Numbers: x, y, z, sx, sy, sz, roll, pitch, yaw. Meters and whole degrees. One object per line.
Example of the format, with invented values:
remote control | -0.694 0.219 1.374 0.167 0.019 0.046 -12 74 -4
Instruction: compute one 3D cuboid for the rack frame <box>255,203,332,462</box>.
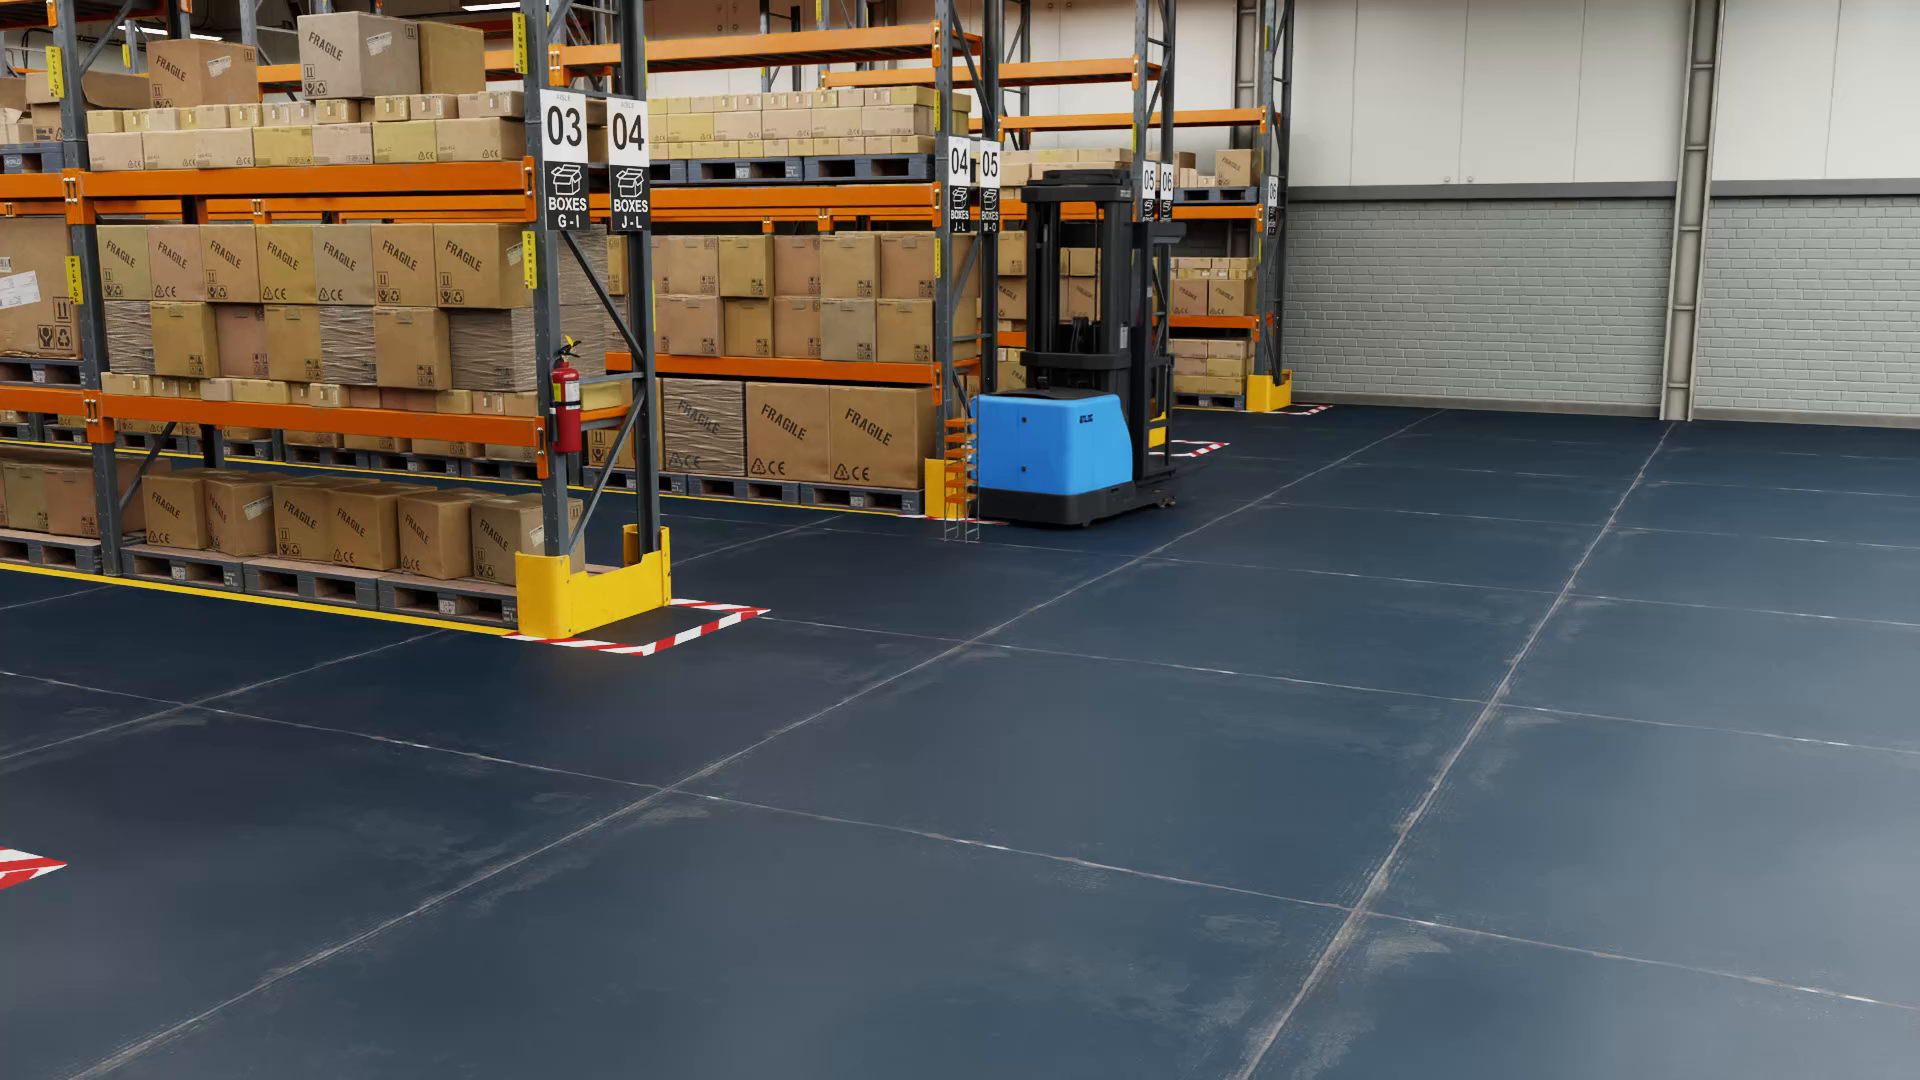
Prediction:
rack frame | -7.109 -2.393 18.029 0.127 3.000 1.000 5 11 26

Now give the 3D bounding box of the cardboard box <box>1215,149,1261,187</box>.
cardboard box | 3.853 -5.131 22.995 0.500 0.500 0.500 5 12 28

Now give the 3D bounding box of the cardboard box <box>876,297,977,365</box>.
cardboard box | -0.287 -1.858 14.654 0.550 0.550 0.875 5 11 26

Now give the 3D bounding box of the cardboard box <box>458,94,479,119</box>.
cardboard box | -2.788 -2.588 9.986 0.250 0.149 0.380 5 11 24

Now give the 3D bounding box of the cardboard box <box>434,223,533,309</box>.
cardboard box | -2.822 -1.670 10.110 0.500 0.500 0.500 5 11 26

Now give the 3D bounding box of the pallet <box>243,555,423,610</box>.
pallet | -4.091 0.222 11.411 1.213 0.211 1.003 5 11 26

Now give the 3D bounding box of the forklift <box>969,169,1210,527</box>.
forklift | 1.304 -1.764 14.747 1.130 2.935 3.031 7 12 33

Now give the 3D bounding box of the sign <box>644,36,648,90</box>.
sign | -1.980 -2.971 10.347 0.005 0.325 0.100 5 11 26

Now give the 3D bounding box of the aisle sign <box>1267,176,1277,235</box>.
aisle sign | 4.287 -4.581 22.820 0.004 0.787 0.394 5 11 26

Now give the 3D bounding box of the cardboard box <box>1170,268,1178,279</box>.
cardboard box | 2.998 -3.785 23.621 0.250 0.149 0.380 5 11 24

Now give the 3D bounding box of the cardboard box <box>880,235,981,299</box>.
cardboard box | -0.250 -2.403 14.632 0.550 0.550 0.875 5 11 26

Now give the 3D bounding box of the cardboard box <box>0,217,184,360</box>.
cardboard box | -6.457 -1.880 12.333 1.000 1.000 1.000 5 11 26

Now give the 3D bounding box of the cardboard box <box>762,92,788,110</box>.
cardboard box | -1.527 -3.836 14.585 0.250 0.149 0.380 5 11 25

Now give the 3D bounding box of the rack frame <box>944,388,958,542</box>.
rack frame | -0.069 -0.596 13.157 0.006 1.200 0.240 5 11 26

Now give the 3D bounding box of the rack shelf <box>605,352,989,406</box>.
rack shelf | -1.728 -1.566 15.480 4.000 0.370 1.077 5 11 26

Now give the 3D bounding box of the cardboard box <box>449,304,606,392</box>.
cardboard box | -2.701 -1.222 10.441 0.500 0.500 0.875 5 11 26

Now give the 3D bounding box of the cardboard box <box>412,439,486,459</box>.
cardboard box | -4.981 -1.288 17.064 0.750 0.750 1.050 5 11 26

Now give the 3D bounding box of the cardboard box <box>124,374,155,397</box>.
cardboard box | -5.529 -1.083 11.497 0.250 0.149 0.380 5 11 26

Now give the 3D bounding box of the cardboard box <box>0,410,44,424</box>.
cardboard box | -11.198 -1.488 19.857 0.250 0.149 0.380 5 11 27

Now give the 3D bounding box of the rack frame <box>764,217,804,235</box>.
rack frame | -2.816 -3.984 26.823 0.127 3.000 1.000 5 11 26

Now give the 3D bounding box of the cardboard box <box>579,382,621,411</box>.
cardboard box | -2.370 -0.915 10.569 0.250 0.149 0.380 5 11 26

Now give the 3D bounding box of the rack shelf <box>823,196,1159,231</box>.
rack shelf | 0.372 -3.841 19.625 4.000 0.370 1.077 5 11 26

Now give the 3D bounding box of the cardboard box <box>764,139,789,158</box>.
cardboard box | -1.522 -3.443 14.654 0.250 0.149 0.380 5 11 26

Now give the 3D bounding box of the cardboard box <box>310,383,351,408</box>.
cardboard box | -3.958 -0.946 10.737 0.250 0.149 0.380 5 11 26

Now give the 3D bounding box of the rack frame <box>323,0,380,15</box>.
rack frame | -8.596 -6.459 23.648 0.127 3.000 1.000 5 11 26

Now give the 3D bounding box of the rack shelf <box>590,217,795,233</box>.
rack shelf | -4.610 -5.264 27.490 4.000 0.370 1.077 5 11 26

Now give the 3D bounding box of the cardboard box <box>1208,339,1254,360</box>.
cardboard box | 3.807 -2.686 23.383 0.500 0.250 0.500 5 12 28

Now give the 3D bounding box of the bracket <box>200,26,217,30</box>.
bracket | -14.664 -9.857 32.320 0.430 0.232 0.235 5 11 26

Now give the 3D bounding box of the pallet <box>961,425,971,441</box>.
pallet | 0.294 -1.361 20.156 1.213 0.211 1.003 5 11 26

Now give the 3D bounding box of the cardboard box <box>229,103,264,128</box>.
cardboard box | -4.466 -2.720 10.717 0.250 0.149 0.380 5 11 25

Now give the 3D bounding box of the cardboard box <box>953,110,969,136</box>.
cardboard box | -0.254 -3.646 14.656 0.500 0.250 0.500 5 11 26

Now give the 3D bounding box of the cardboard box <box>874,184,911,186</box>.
cardboard box | -0.682 -4.307 19.769 0.500 0.250 0.500 5 11 25

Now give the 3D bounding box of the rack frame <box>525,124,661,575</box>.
rack frame | -2.220 -0.978 10.213 0.127 3.000 1.000 5 11 26

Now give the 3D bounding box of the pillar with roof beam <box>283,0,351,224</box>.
pillar with roof beam | -13.914 -7.236 27.942 0.548 9.000 9.100 5 11 26

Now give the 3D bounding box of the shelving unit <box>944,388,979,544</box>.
shelving unit | 0.013 -0.589 13.117 0.189 1.200 0.258 5 11 26

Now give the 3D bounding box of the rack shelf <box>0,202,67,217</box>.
rack shelf | -12.489 -3.988 20.438 4.000 0.370 1.077 5 11 26

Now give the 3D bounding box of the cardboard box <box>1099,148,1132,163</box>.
cardboard box | 1.731 -4.285 18.529 0.250 0.149 0.380 5 11 26

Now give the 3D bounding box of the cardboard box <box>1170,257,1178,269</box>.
cardboard box | 2.989 -3.928 23.576 0.250 0.149 0.380 5 12 27

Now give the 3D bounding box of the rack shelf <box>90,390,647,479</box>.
rack shelf | -4.013 -0.782 11.147 4.000 0.370 1.077 5 11 26

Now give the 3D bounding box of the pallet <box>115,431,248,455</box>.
pallet | -8.899 -1.179 19.151 1.213 0.211 1.003 5 11 26

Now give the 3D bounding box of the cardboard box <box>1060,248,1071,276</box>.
cardboard box | 1.160 -3.295 19.090 0.500 0.500 0.700 5 11 26

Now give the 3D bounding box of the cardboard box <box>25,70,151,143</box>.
cardboard box | -6.184 -3.080 11.932 0.637 0.503 0.797 4 11 23

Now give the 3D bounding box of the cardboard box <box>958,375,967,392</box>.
cardboard box | -0.063 -1.928 19.895 0.500 0.500 0.500 6 12 29

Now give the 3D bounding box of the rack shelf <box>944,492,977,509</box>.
rack shelf | 0.013 -0.309 13.168 0.180 0.103 0.258 5 11 26

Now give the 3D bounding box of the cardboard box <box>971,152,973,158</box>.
cardboard box | 0.147 -4.435 19.354 0.250 0.149 0.380 5 12 27

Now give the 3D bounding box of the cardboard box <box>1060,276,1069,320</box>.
cardboard box | 1.110 -2.795 19.138 0.500 0.500 0.500 5 11 26

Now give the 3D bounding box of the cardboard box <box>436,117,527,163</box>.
cardboard box | -2.764 -2.378 9.945 0.500 0.250 0.500 5 12 27

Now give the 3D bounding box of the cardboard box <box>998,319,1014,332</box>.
cardboard box | 0.557 -2.522 19.449 0.250 0.149 0.380 5 11 25

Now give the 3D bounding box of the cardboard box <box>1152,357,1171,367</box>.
cardboard box | 2.866 -2.521 23.873 0.500 0.250 0.500 5 11 25

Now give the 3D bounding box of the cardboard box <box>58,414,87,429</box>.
cardboard box | -10.150 -1.584 19.400 0.500 0.500 0.500 6 12 28

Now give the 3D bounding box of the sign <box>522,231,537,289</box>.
sign | -2.483 -1.616 9.600 0.005 0.325 0.100 5 11 26

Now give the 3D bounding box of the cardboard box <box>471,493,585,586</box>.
cardboard box | -2.772 -0.007 10.684 0.500 0.500 0.500 8 13 36

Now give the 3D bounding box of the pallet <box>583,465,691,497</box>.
pallet | -2.874 -0.633 16.135 1.213 0.211 1.003 5 11 26
